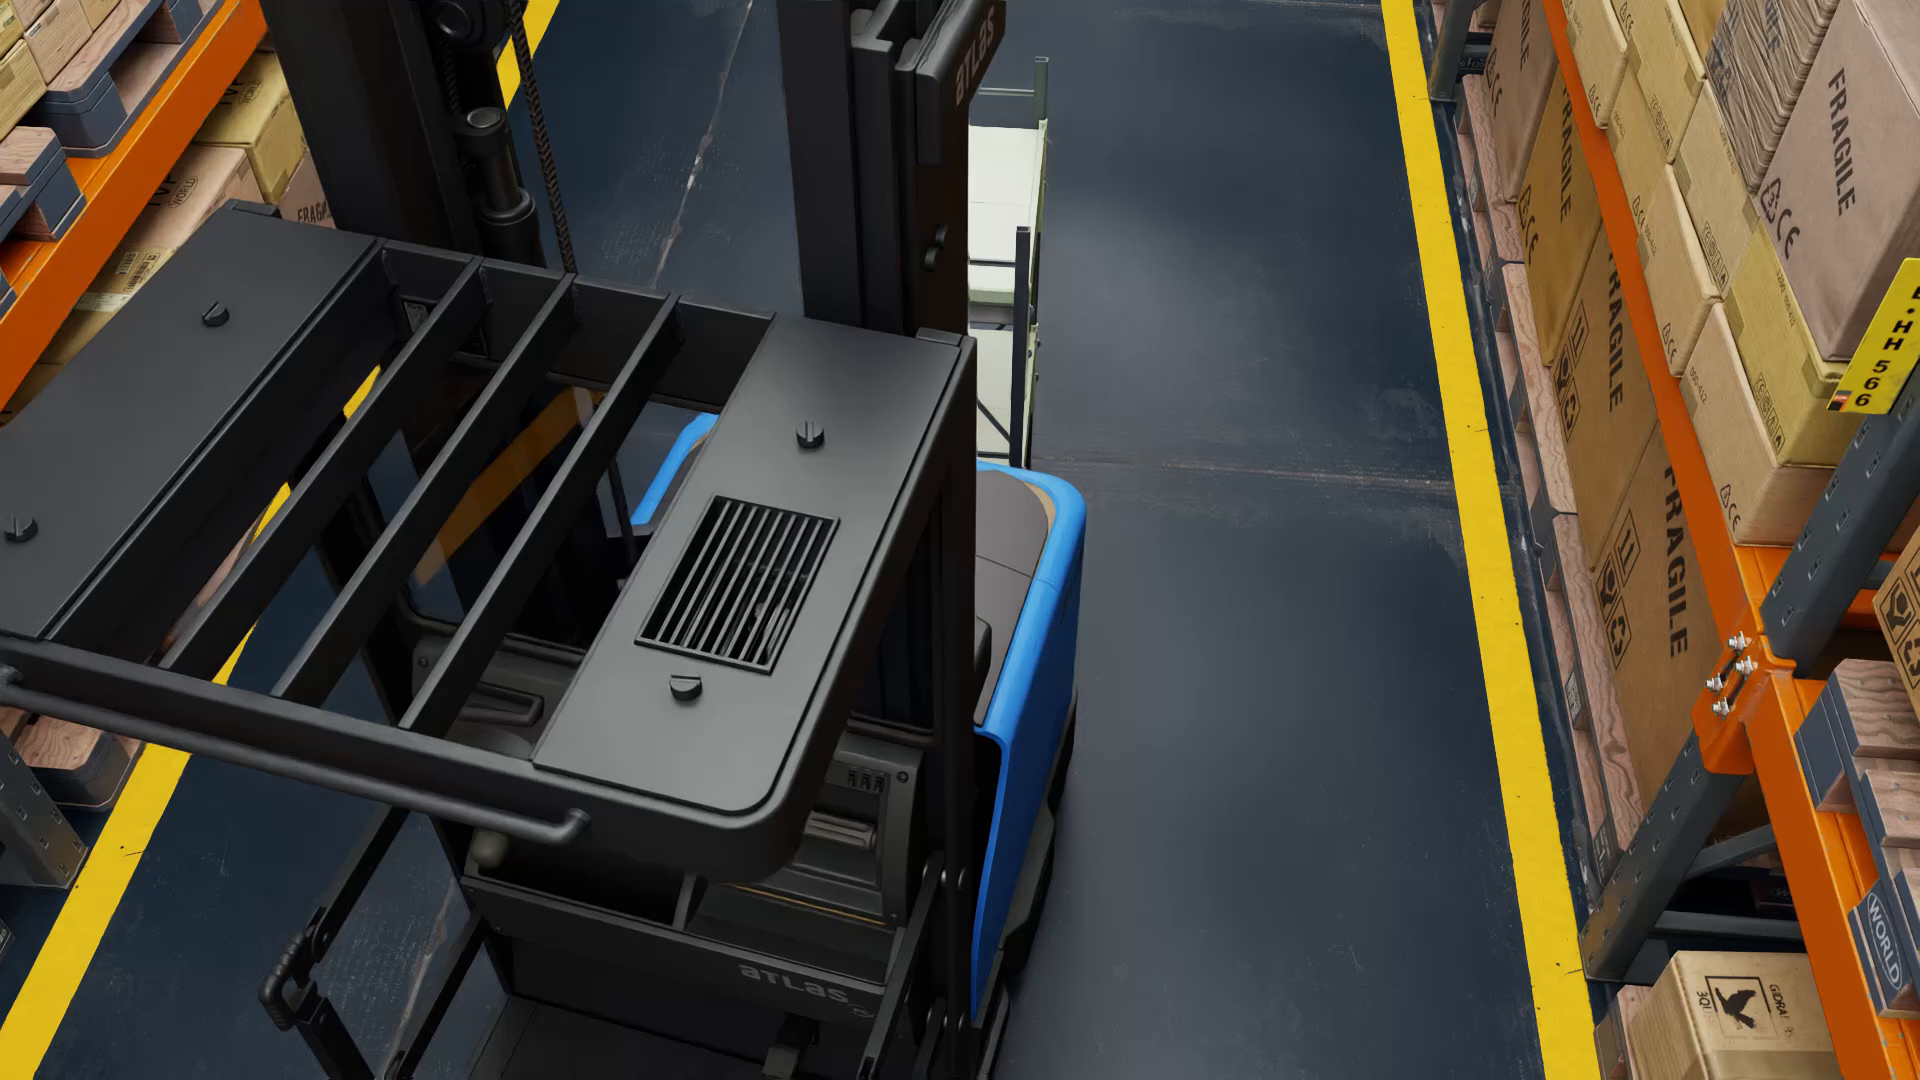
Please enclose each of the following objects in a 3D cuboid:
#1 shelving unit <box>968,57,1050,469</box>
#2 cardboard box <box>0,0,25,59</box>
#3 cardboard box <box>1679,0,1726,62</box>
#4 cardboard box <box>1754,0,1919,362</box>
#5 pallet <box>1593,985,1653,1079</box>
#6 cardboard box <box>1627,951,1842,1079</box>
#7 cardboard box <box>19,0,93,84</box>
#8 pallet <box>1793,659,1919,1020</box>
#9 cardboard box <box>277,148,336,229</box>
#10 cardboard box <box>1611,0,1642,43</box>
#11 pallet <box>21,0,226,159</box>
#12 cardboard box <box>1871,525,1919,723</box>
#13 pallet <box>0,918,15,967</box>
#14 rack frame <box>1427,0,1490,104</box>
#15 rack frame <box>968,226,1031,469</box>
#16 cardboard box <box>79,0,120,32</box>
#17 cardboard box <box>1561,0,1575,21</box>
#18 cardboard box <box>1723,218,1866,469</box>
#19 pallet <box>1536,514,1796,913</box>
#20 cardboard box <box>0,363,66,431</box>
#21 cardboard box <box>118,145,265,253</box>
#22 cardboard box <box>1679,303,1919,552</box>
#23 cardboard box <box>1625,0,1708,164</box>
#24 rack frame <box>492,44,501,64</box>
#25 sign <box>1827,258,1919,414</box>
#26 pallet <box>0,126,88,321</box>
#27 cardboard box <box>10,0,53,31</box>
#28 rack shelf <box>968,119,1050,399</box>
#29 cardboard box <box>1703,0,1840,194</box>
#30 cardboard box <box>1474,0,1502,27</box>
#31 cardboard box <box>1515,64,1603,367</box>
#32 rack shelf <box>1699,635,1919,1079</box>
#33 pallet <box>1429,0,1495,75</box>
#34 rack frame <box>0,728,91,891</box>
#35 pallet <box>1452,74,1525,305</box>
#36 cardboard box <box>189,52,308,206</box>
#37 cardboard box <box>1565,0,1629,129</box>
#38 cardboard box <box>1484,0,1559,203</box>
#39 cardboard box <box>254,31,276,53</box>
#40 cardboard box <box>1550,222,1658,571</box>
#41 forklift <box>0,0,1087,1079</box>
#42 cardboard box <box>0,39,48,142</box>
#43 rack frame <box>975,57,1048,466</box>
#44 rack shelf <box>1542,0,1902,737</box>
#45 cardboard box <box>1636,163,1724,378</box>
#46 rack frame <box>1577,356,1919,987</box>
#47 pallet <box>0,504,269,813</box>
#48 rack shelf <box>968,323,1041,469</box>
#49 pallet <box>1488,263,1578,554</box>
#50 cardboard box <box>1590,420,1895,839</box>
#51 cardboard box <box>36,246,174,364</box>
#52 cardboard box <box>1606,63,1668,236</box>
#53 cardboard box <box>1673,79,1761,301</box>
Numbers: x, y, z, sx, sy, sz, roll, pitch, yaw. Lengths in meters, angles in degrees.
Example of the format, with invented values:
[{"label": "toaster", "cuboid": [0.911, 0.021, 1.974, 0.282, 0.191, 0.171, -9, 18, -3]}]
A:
[{"label": "shelving unit", "cuboid": [-0.001, -0.501, 4.692, 0.431, 1.500, 0.755, 4, 48, 4]}, {"label": "cardboard box", "cuboid": [-2.537, -1.243, 4.038, 0.380, 0.149, 0.250, 4, 48, 4]}, {"label": "cardboard box", "cuboid": [1.968, -1.415, 3.766, 0.500, 0.500, 0.500, 4, 48, 4]}, {"label": "cardboard box", "cuboid": [1.878, -0.673, 3.087, 0.500, 0.500, 0.500, 3, 48, 2]}, {"label": "pallet", "cuboid": [2.018, 1.611, 3.633, 1.003, 0.211, 1.213, 4, 48, 4]}, {"label": "cardboard box", "cuboid": [2.030, 1.256, 3.565, 0.950, 0.372, 0.625, 1, 48, 1]}, {"label": "cardboard box", "cuboid": [-2.512, -1.324, 4.314, 0.380, 0.149, 0.250, 5, 48, 5]}, {"label": "pallet", "cuboid": [2.132, 0.692, 2.715, 1.213, 0.211, 1.003, 4, 48, 4]}, {"label": "cardboard box", "cuboid": [-2.398, -1.086, 5.620, 0.500, 0.500, 0.500, 3, 48, 3]}, {"label": "cardboard box", "cuboid": [1.999, -1.531, 4.381, 0.500, 0.250, 0.500, 3, 48, 2]}, {"label": "pallet", "cuboid": [-2.708, -1.555, 4.770, 1.003, 0.211, 1.213, 4, 48, 4]}, {"label": "cardboard box", "cuboid": [1.819, 0.135, 2.540, 0.500, 0.500, 0.500, 3, 48, 2]}, {"label": "pallet", "cuboid": [-2.995, 1.353, 3.870, 1.003, 0.211, 1.213, 4, 48, 4]}, {"label": "rack frame", "cuboid": [2.456, -2.843, 5.818, 1.000, 3.000, 0.127, 4, 48, 4]}, {"label": "rack frame", "cuboid": [-0.034, -0.232, 4.446, 0.400, 1.500, 0.023, 4, 48, 4]}, {"label": "cardboard box", "cuboid": [-2.487, -1.509, 4.483, 0.380, 0.149, 0.250, 4, 48, 4]}, {"label": "cardboard box", "cuboid": [2.044, -1.731, 4.902, 0.500, 0.250, 0.500, 4, 48, 3]}, {"label": "cardboard box", "cuboid": [1.882, -0.395, 3.341, 0.500, 0.250, 0.500, 4, 48, 3]}, {"label": "pallet", "cuboid": [2.238, 0.463, 4.684, 1.003, 0.211, 1.213, 4, 48, 4]}, {"label": "cardboard box", "cuboid": [-2.544, -0.204, 4.305, 0.500, 0.250, 0.500, 2, 48, 2]}, {"label": "cardboard box", "cuboid": [-2.440, -0.940, 4.978, 0.500, 0.250, 0.500, 4, 48, 4]}, {"label": "cardboard box", "cuboid": [1.878, -0.242, 3.541, 0.500, 0.250, 0.500, 2, 48, 2]}, {"label": "cardboard box", "cuboid": [1.951, -1.150, 4.032, 0.500, 0.250, 0.500, 3, 48, 3]}, {"label": "rack frame", "cuboid": [-2.483, -3.102, 6.054, 1.000, 3.000, 0.127, 4, 48, 4]}, {"label": "sign", "cuboid": [1.538, -0.330, 2.734, 0.100, 0.325, 0.005, 4, 48, 4]}, {"label": "pallet", "cuboid": [-2.889, -0.629, 3.922, 1.213, 0.211, 1.003, 4, 48, 4]}, {"label": "cardboard box", "cuboid": [-2.514, -1.426, 4.205, 0.380, 0.149, 0.250, 4, 48, 4]}, {"label": "rack shelf", "cuboid": [-0.001, -0.765, 4.404, 0.431, 0.370, 0.720, 4, 48, 4]}, {"label": "cardboard box", "cuboid": [1.916, -1.050, 3.432, 0.500, 0.500, 0.500, 5, 48, 4]}, {"label": "cardboard box", "cuboid": [2.620, -2.575, 7.024, 0.875, 0.438, 0.875, 3, 48, 3]}, {"label": "cardboard box", "cuboid": [2.404, -1.143, 5.418, 0.875, 0.875, 0.875, 5, 48, 5]}, {"label": "rack shelf", "cuboid": [1.909, 1.808, 2.051, 1.077, 0.370, 4.000, 4, 48, 4]}, {"label": "pallet", "cuboid": [2.603, -2.456, 7.353, 1.003, 0.211, 1.213, 4, 48, 4]}, {"label": "rack frame", "cuboid": [-2.848, -0.163, 3.366, 1.000, 3.000, 0.127, 4, 48, 4]}, {"label": "pallet", "cuboid": [2.460, -1.330, 6.324, 1.003, 0.211, 1.213, 4, 48, 4]}, {"label": "cardboard box", "cuboid": [-2.393, -1.323, 5.328, 0.500, 0.250, 0.500, 2, 48, 2]}, {"label": "cardboard box", "cuboid": [1.990, -1.365, 4.567, 0.500, 0.250, 0.500, 3, 48, 3]}, {"label": "cardboard box", "cuboid": [2.479, -1.807, 6.025, 0.875, 0.875, 0.875, 5, 48, 5]}, {"label": "cardboard box", "cuboid": [-2.359, -1.712, 5.684, 0.500, 0.250, 0.500, 6, 48, 5]}, {"label": "cardboard box", "cuboid": [2.322, -0.486, 4.817, 0.875, 0.875, 0.875, 4, 48, 4]}, {"label": "forklift", "cuboid": [-0.582, 0.543, 2.767, 1.130, 2.935, 3.031, 12, 49, 11]}, {"label": "cardboard box", "cuboid": [-2.534, -1.129, 4.135, 0.380, 0.149, 0.250, 6, 48, 5]}, {"label": "rack frame", "cuboid": [0.033, -0.770, 4.938, 0.400, 1.500, 0.023, 4, 48, 4]}, {"label": "rack shelf", "cuboid": [2.273, -1.131, 4.739, 1.077, 0.370, 4.000, 4, 48, 4]}, {"label": "cardboard box", "cuboid": [1.909, -0.619, 3.885, 0.500, 0.250, 0.500, 5, 48, 4]}, {"label": "rack frame", "cuboid": [2.091, 0.096, 3.129, 1.000, 3.000, 0.127, 4, 48, 4]}, {"label": "pallet", "cuboid": [-2.775, 0.204, 4.920, 1.003, 0.211, 1.213, 4, 48, 4]}, {"label": "rack shelf", "cuboid": [-0.001, -0.281, 4.933, 0.431, 0.370, 0.720, 4, 48, 4]}, {"label": "pallet", "cuboid": [2.352, -0.431, 5.501, 1.003, 0.211, 1.213, 4, 48, 4]}, {"label": "cardboard box", "cuboid": [2.237, 0.169, 4.218, 0.875, 0.875, 0.875, 3, 48, 3]}, {"label": "cardboard box", "cuboid": [-2.498, -0.577, 4.646, 0.500, 0.250, 0.500, 3, 48, 3]}, {"label": "cardboard box", "cuboid": [1.971, -0.988, 4.222, 0.500, 0.250, 0.500, 3, 48, 3]}, {"label": "cardboard box", "cuboid": [1.925, -0.772, 3.686, 0.500, 0.250, 0.500, 3, 48, 3]}]
